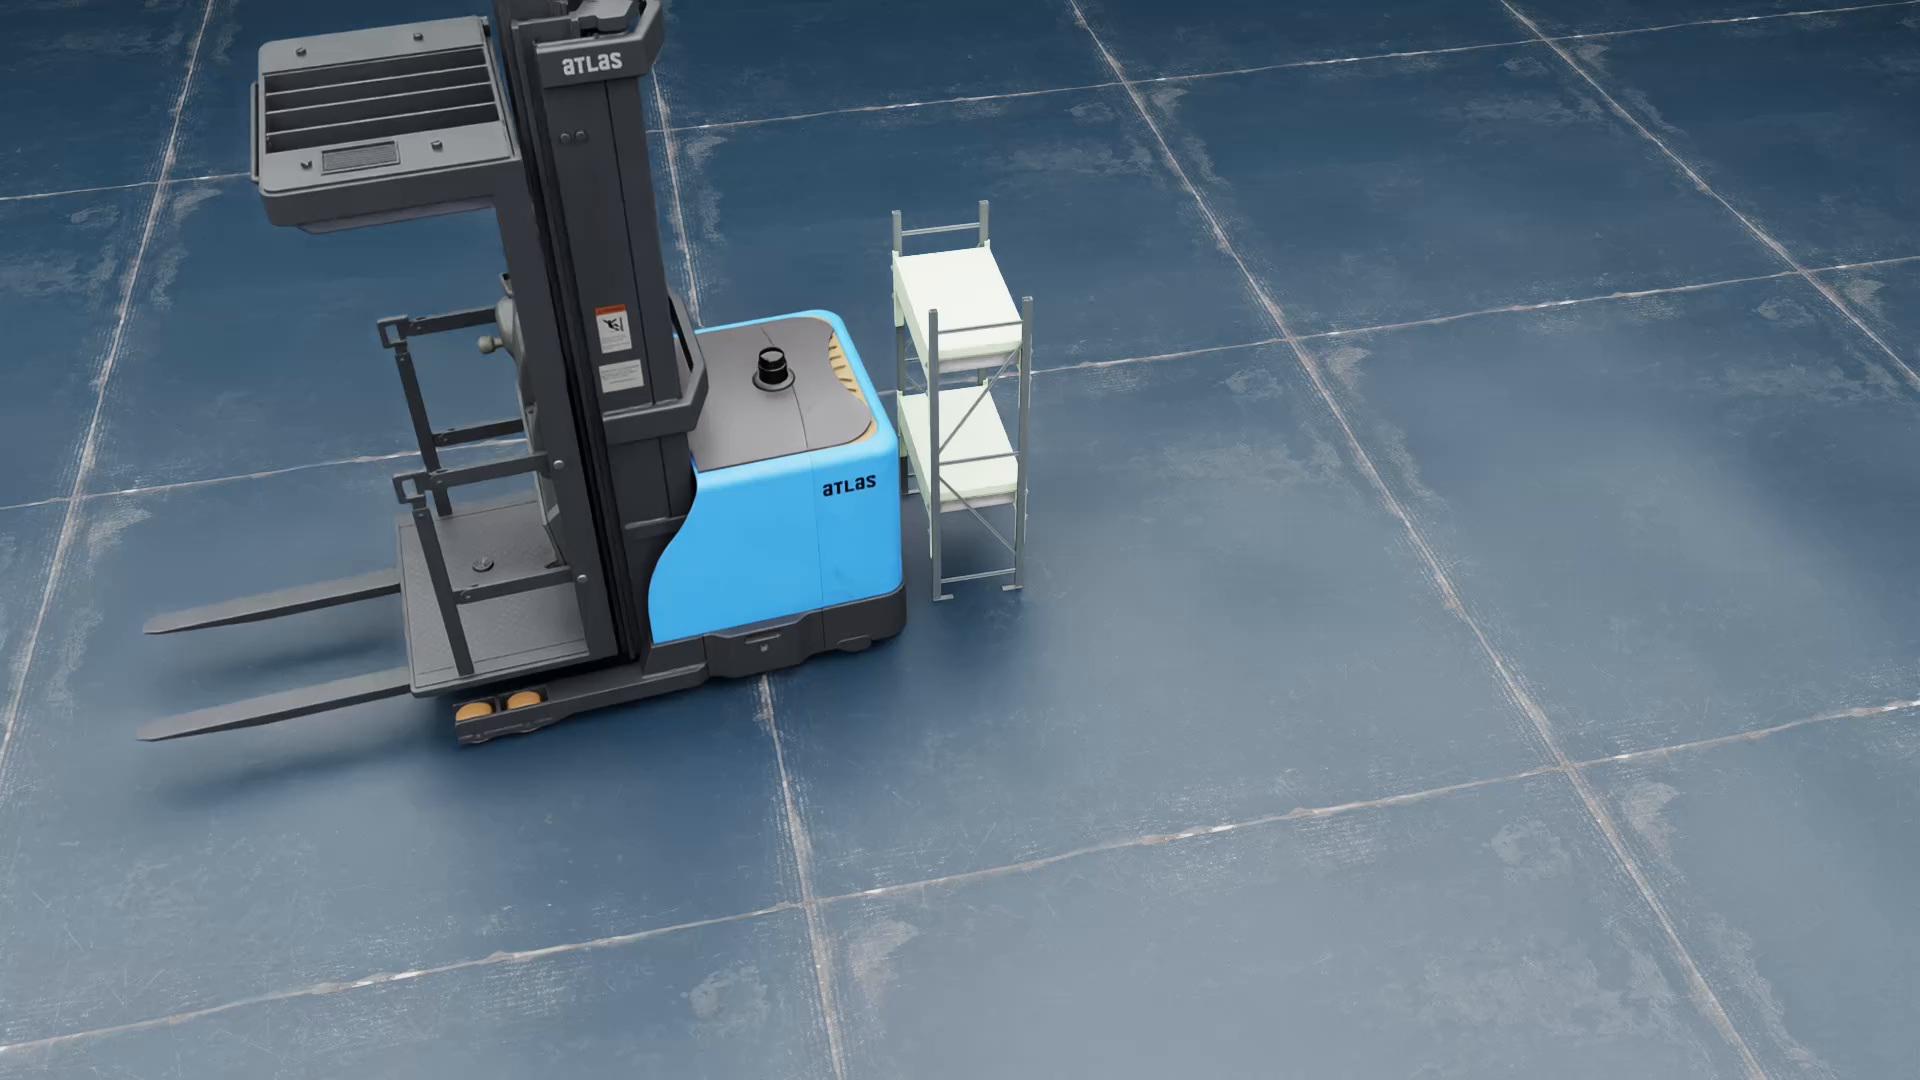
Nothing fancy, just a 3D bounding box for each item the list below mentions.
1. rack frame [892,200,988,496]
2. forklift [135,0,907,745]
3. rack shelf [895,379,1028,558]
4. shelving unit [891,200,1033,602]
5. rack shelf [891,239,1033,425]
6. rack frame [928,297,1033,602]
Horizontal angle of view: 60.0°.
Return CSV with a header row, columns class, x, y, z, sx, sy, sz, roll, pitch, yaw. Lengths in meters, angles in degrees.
class,x,y,z,sx,sy,sz,roll,pitch,yaw
rack frame,-0.080,-0.802,7.306,0.400,1.500,0.023,-8,42,-9
forklift,-1.801,-0.683,6.093,3.031,2.935,1.130,-12,43,-13
rack shelf,-0.001,-0.321,7.255,0.431,0.370,0.720,-8,42,-9
shelving unit,-0.001,-0.565,7.039,0.431,1.500,0.755,-8,42,-9
rack shelf,-0.001,-0.857,6.780,0.431,0.370,0.720,-8,42,-9
rack frame,0.078,-0.328,6.771,0.400,1.500,0.023,-8,42,-9
